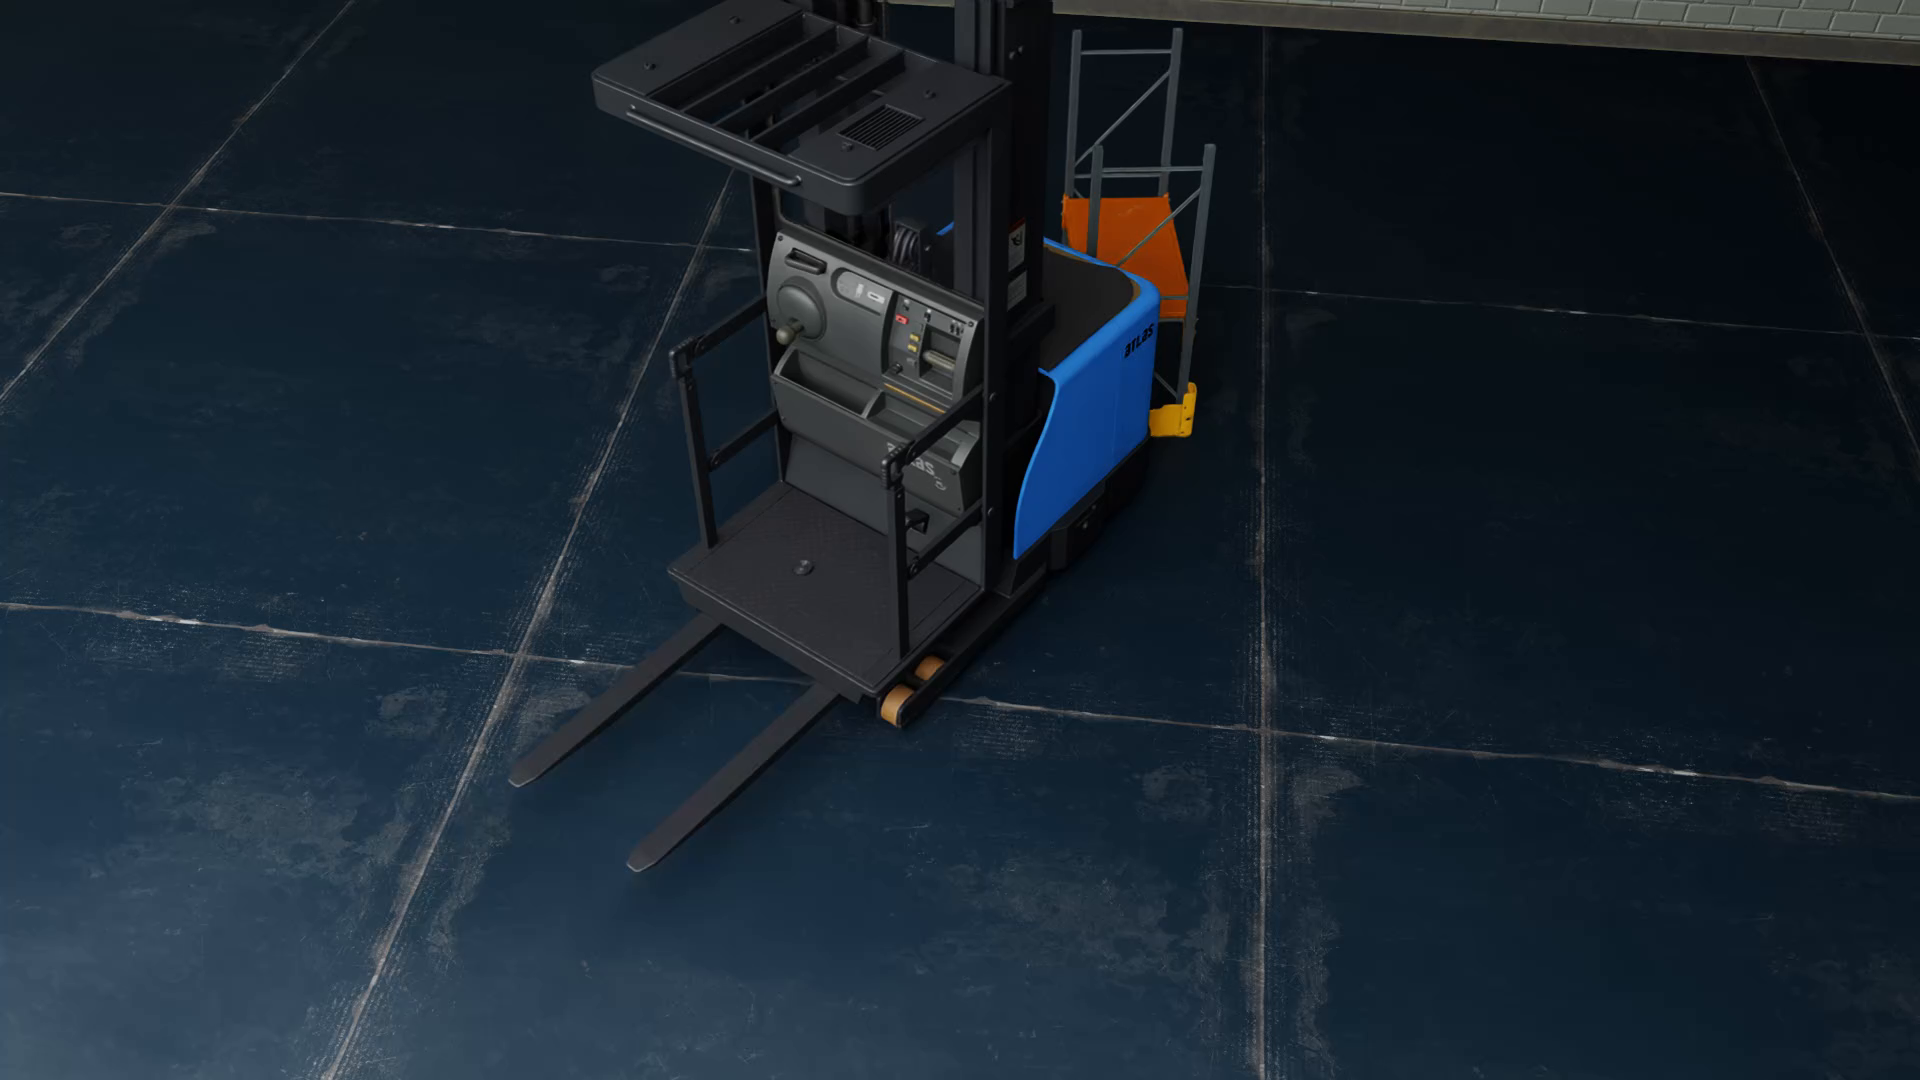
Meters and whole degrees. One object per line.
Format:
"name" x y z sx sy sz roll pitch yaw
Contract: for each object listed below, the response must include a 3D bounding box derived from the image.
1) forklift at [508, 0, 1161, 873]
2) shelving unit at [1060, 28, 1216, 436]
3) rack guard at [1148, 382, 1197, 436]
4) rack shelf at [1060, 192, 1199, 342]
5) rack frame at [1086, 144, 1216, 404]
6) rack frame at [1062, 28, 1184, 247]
"forklift" -0.454 -0.724 5.883 1.130 2.935 3.031 28 50 26
"shelving unit" 0.774 -1.397 7.635 0.587 1.500 1.083 -1 43 -1
"rack guard" 0.790 -0.601 7.703 0.587 0.250 0.087 -1 43 -1
"rack shelf" 0.773 -1.273 7.765 0.538 0.185 1.000 -1 43 -1
"rack frame" 0.790 -1.054 7.272 0.500 1.500 0.032 -1 43 -1
"rack frame" 0.757 -1.753 8.010 0.500 1.500 0.032 -1 43 -1
